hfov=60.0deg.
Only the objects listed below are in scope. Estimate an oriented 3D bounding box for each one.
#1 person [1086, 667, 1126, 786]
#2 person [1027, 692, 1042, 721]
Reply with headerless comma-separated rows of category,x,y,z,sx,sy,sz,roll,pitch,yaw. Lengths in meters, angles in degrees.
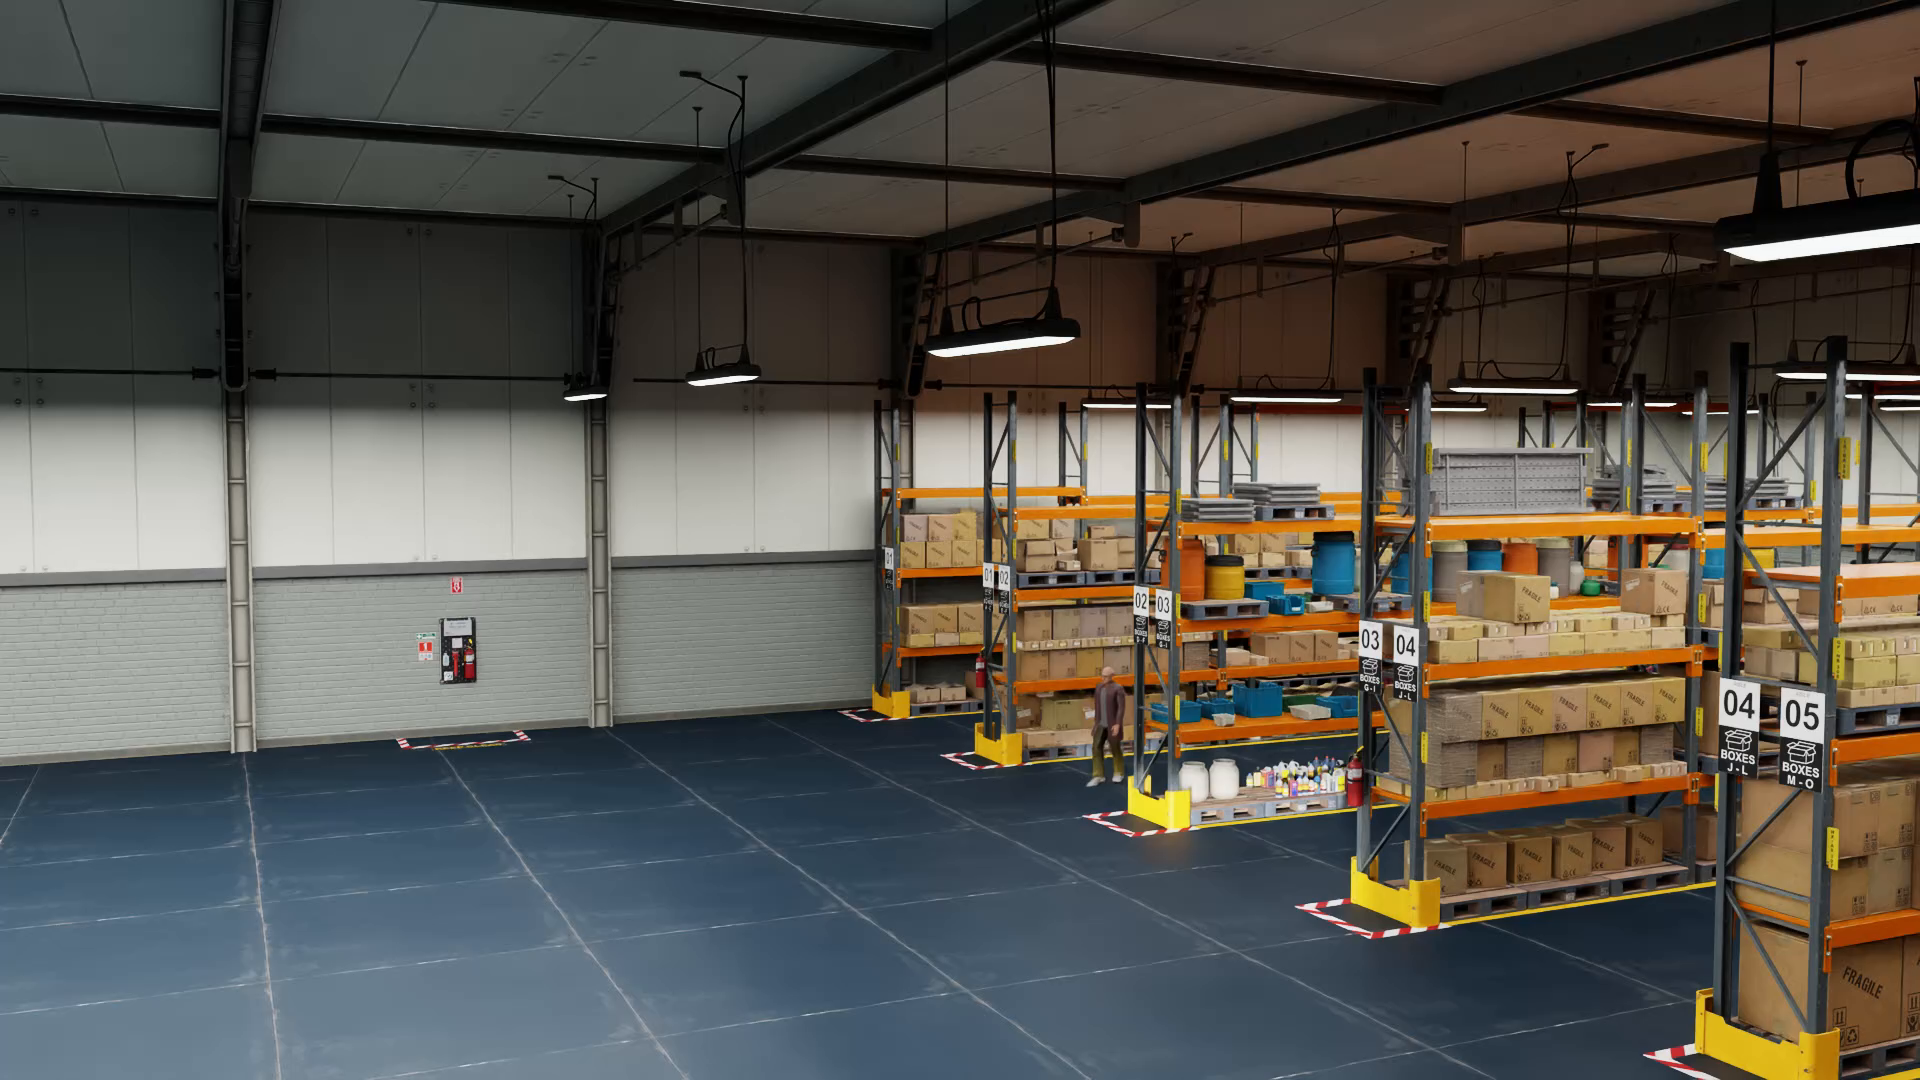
person,2.251,2.821,25.200,0.631,1.813,0.710,3,4,39
person,1.261,2.636,29.353,0.523,1.654,0.524,-1,3,-15
